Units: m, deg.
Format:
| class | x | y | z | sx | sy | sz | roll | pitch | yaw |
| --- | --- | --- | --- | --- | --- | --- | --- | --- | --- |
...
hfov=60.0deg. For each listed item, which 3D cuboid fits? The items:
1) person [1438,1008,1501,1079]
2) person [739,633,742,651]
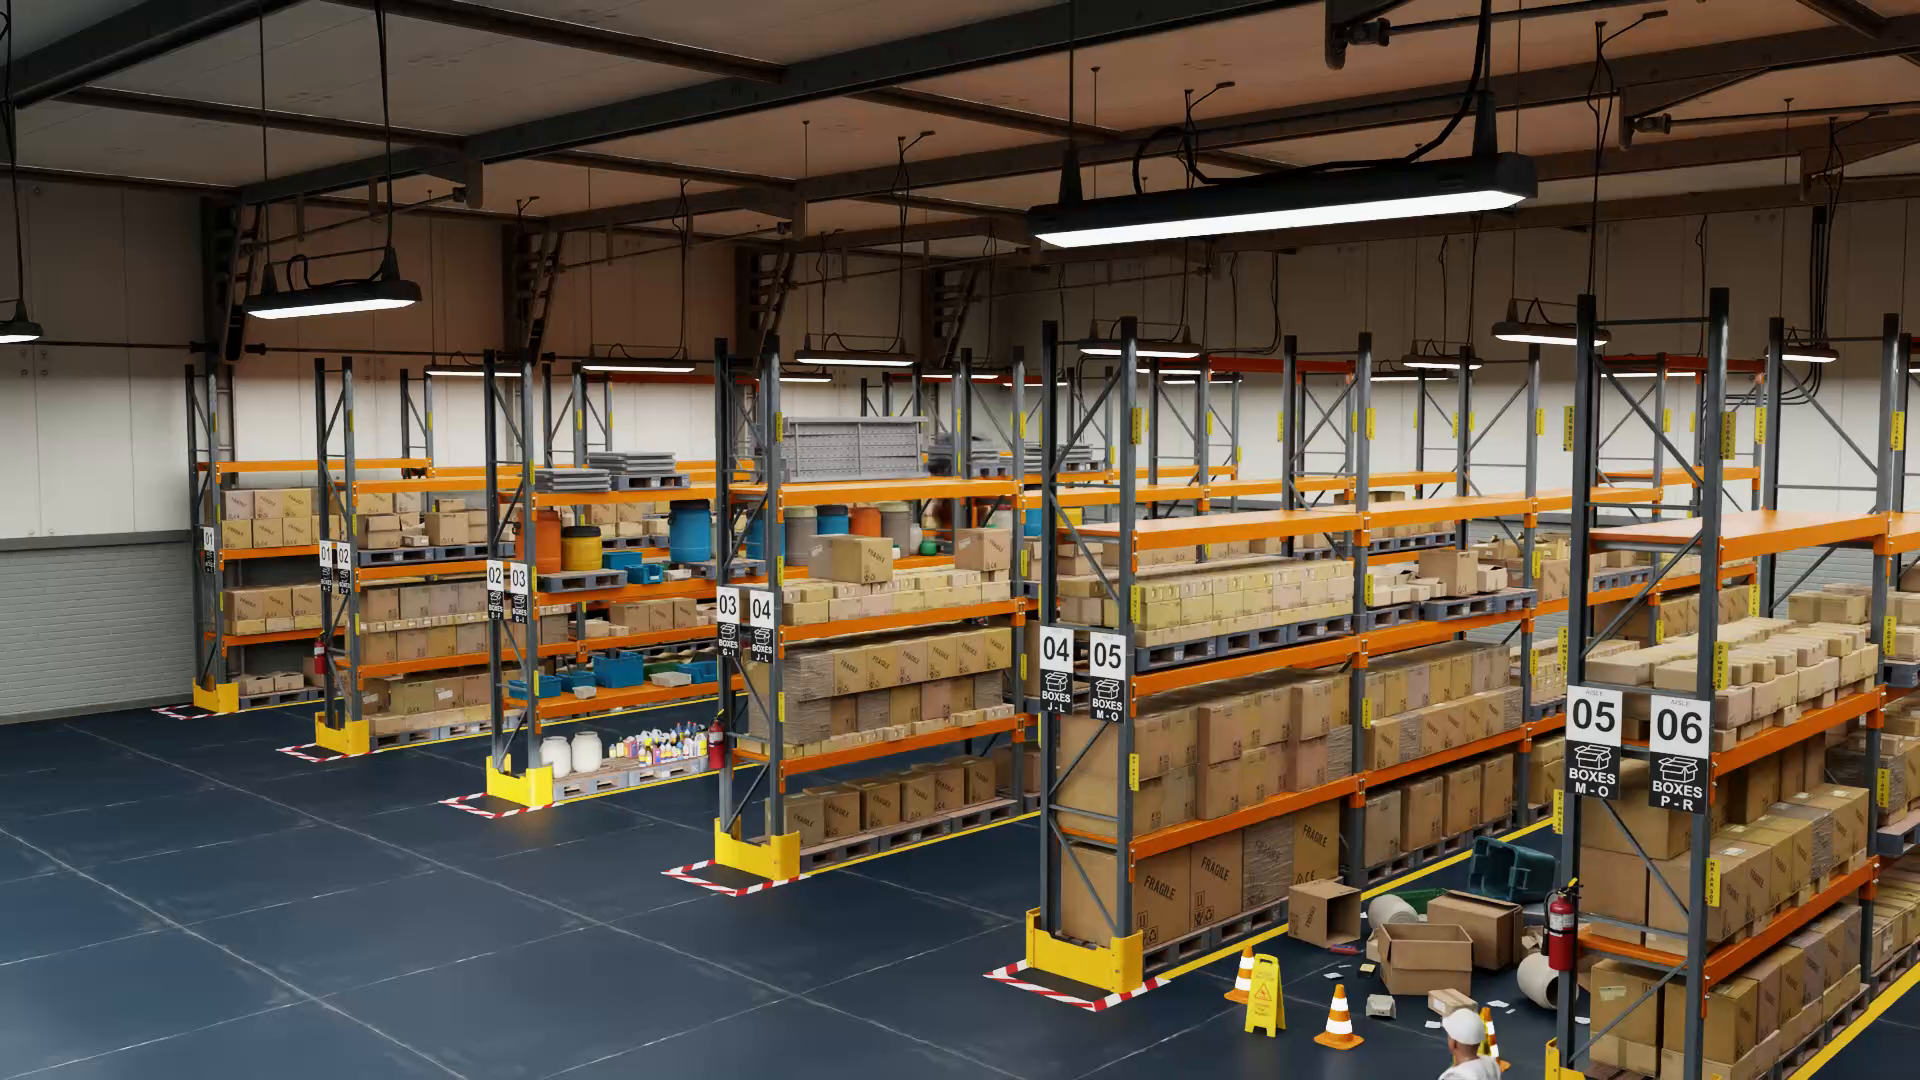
| class | x | y | z | sx | sy | sz | roll | pitch | yaw |
| --- | --- | --- | --- | --- | --- | --- | --- | --- | --- |
| person | 2.891 | 3.541 | 9.456 | 0.787 | 1.768 | 0.494 | 0 | 4 | 3 |
| person | -4.640 | 1.748 | 33.702 | 0.513 | 1.694 | 0.364 | 0 | 4 | -1 |
